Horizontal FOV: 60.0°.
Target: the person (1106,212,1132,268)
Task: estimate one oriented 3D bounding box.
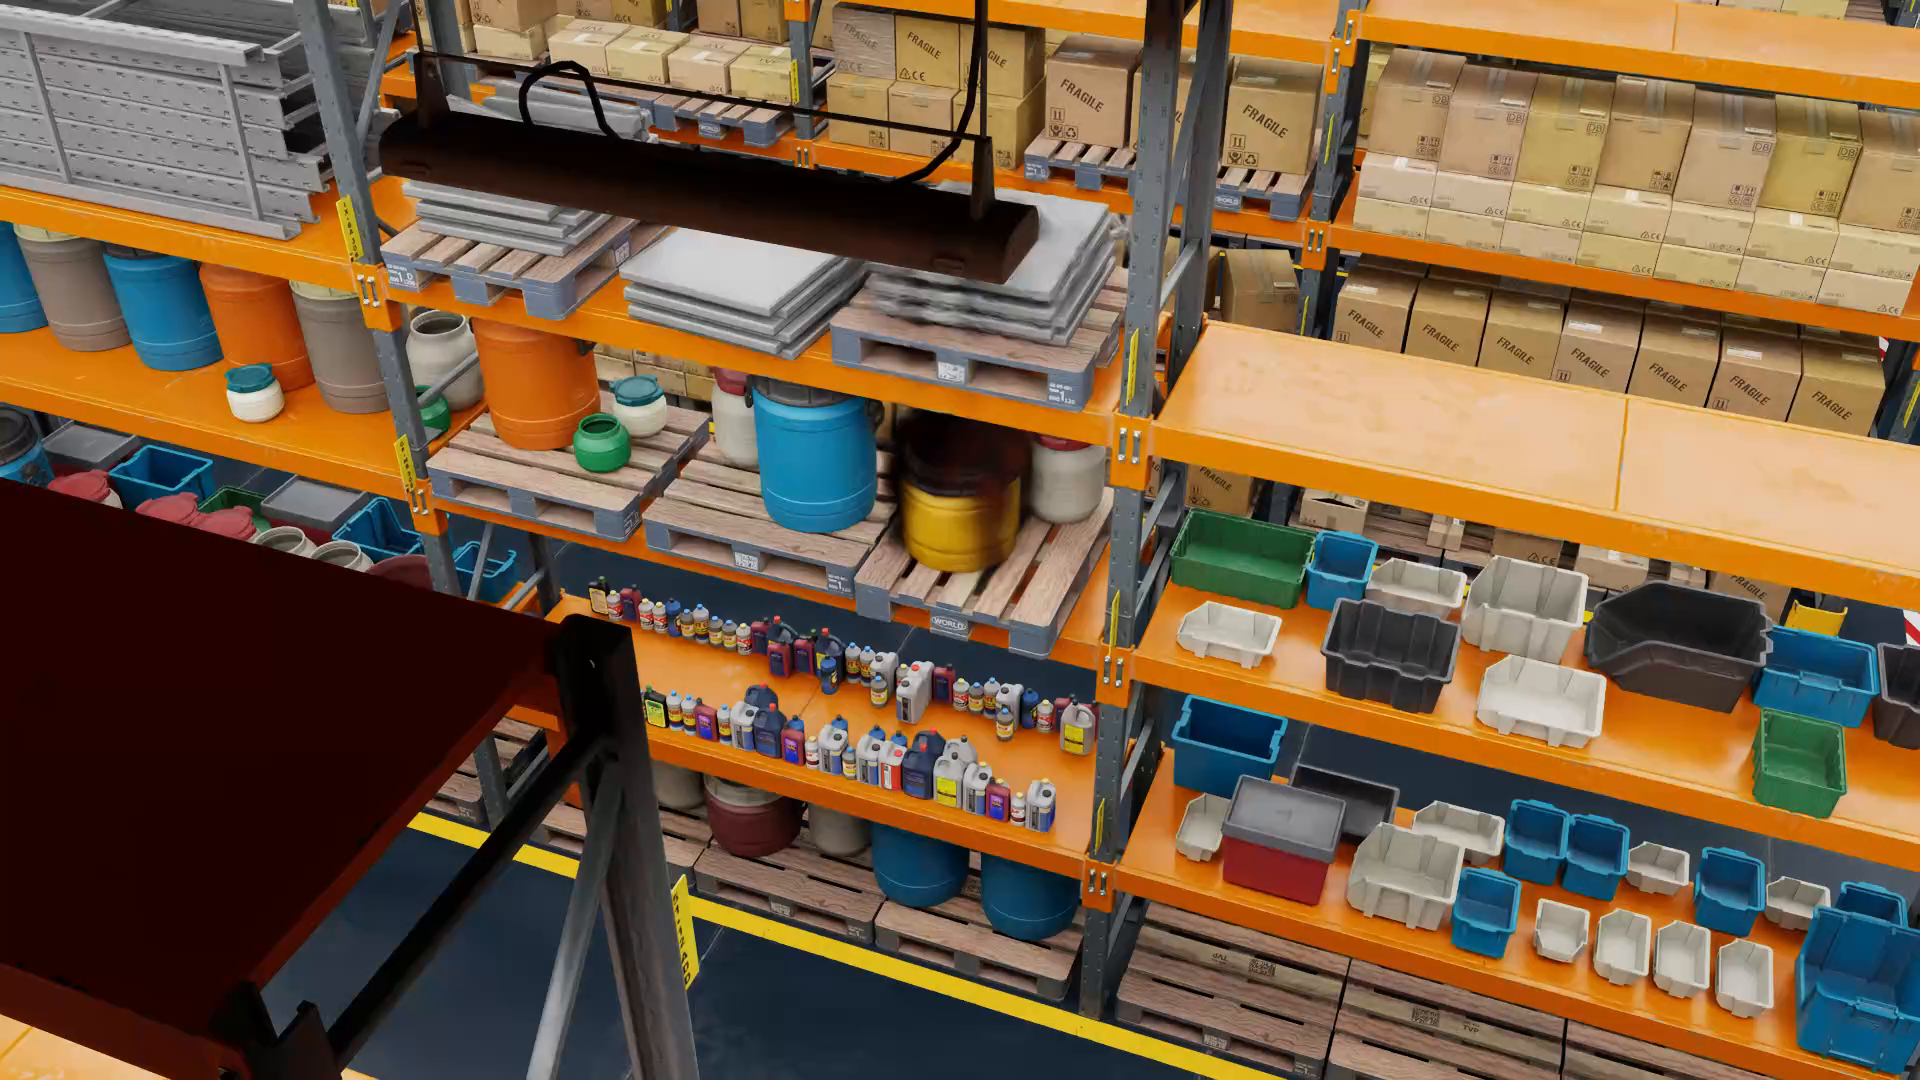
[{"bbox_3d":[1.586,-2.779,15.776,0.827,1.738,0.654,-13,38,-17],"label":"person"}]
